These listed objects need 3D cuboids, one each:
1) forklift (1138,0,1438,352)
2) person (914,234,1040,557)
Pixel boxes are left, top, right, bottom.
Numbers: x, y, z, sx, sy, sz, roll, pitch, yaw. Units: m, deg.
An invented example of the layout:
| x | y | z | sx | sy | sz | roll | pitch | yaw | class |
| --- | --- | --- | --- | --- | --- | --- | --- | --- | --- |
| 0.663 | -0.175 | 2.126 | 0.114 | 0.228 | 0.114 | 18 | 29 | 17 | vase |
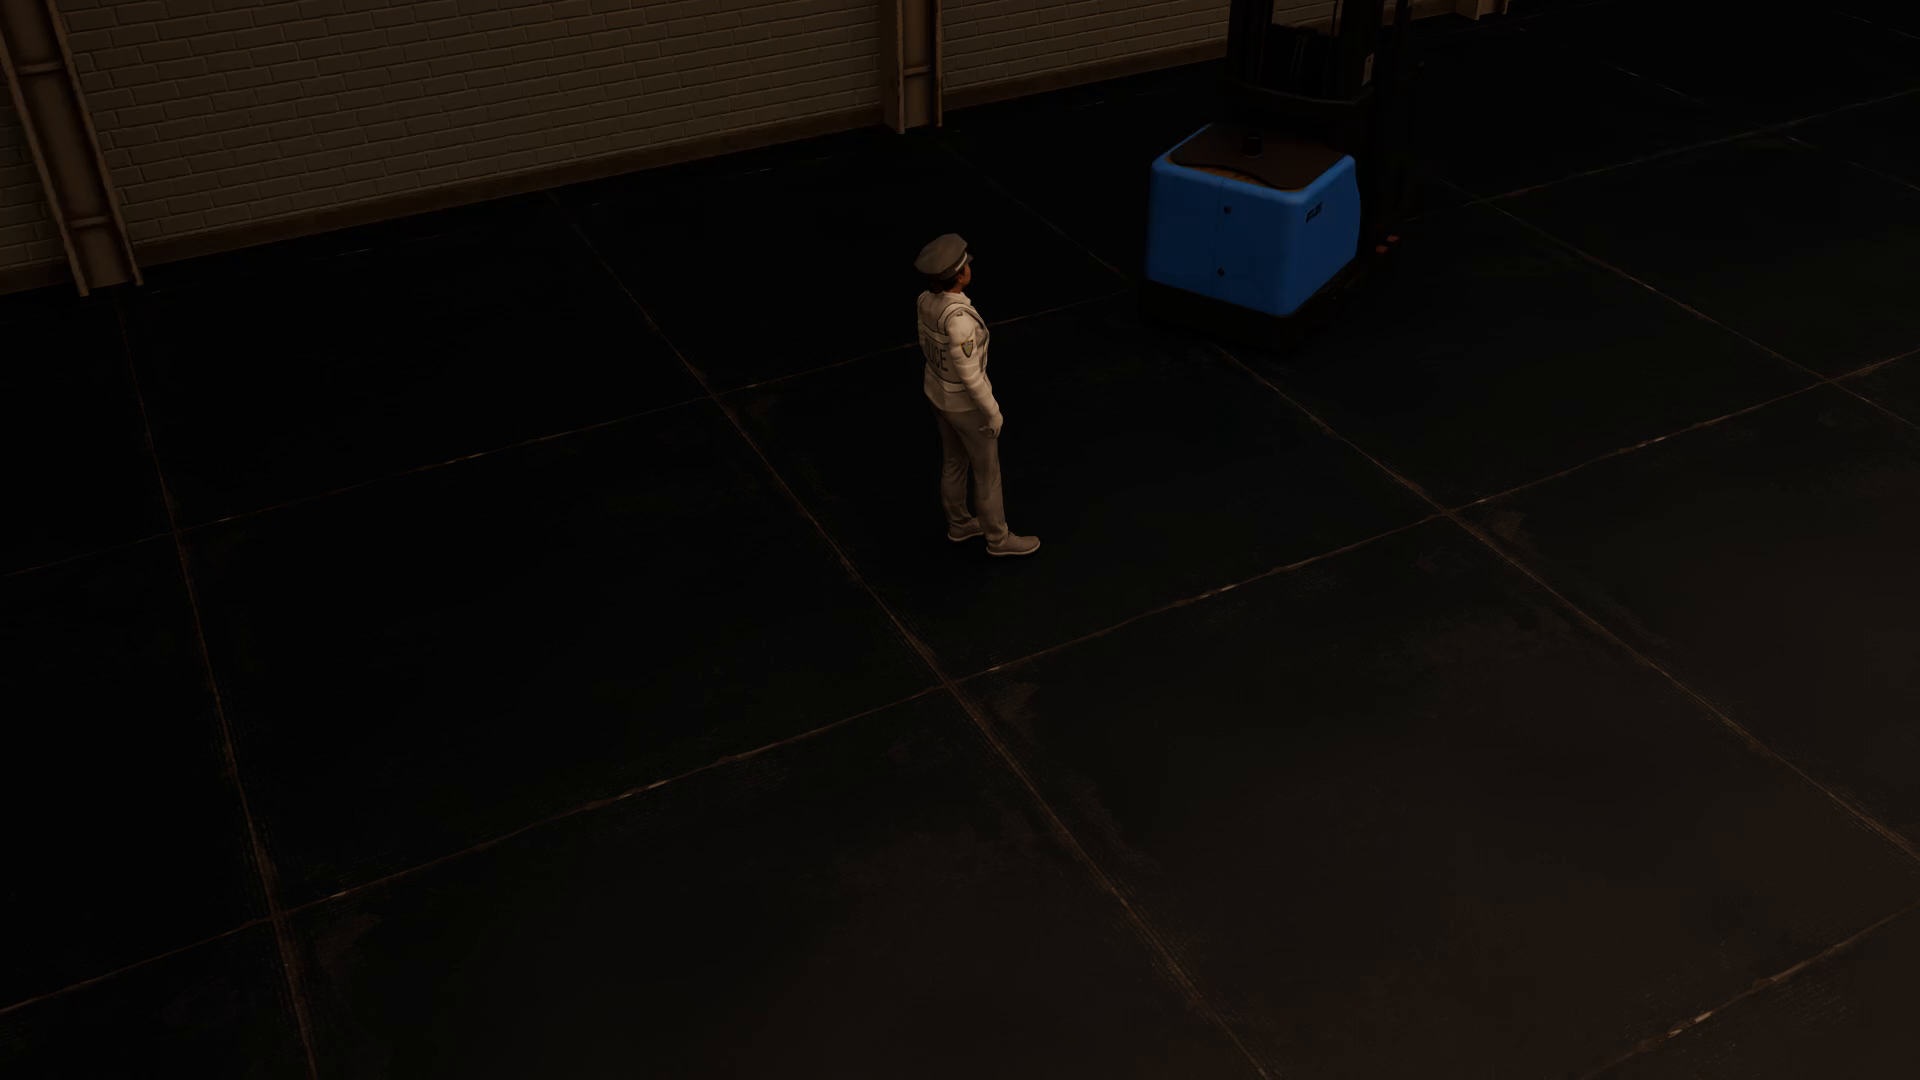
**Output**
| x | y | z | sx | sy | sz | roll | pitch | yaw | class |
| --- | --- | --- | --- | --- | --- | --- | --- | --- | --- |
| 2.380 | -3.158 | 10.590 | 1.130 | 2.935 | 3.031 | 21 | 40 | 27 | forklift |
| 0.064 | -0.713 | 8.191 | 0.531 | 1.695 | 0.587 | -17 | 39 | -23 | person |
